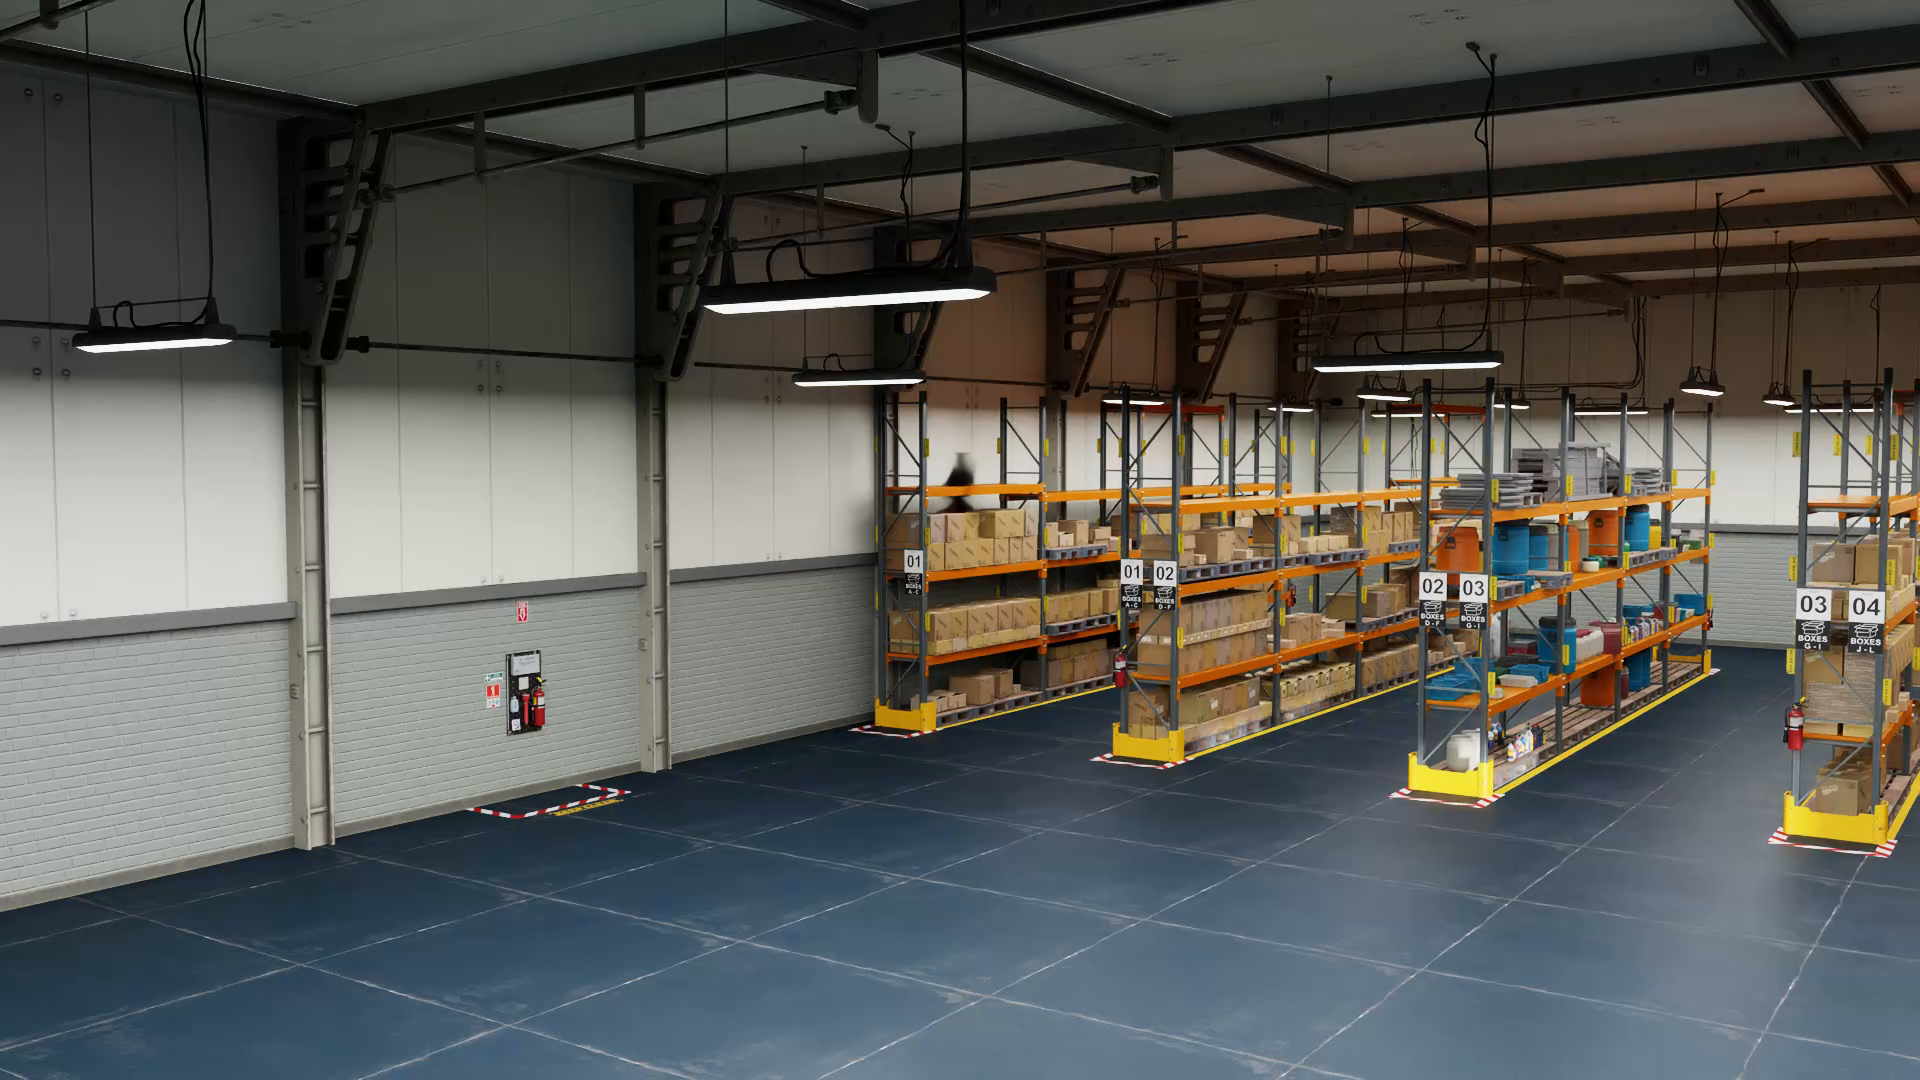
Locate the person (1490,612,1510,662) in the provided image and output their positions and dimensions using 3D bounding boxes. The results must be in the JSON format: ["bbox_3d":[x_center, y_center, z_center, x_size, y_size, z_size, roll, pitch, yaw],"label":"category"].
[{"bbox_3d":[11.558,2.170,35.985,0.589,1.705,0.853,2,4,32],"label":"person"}]
